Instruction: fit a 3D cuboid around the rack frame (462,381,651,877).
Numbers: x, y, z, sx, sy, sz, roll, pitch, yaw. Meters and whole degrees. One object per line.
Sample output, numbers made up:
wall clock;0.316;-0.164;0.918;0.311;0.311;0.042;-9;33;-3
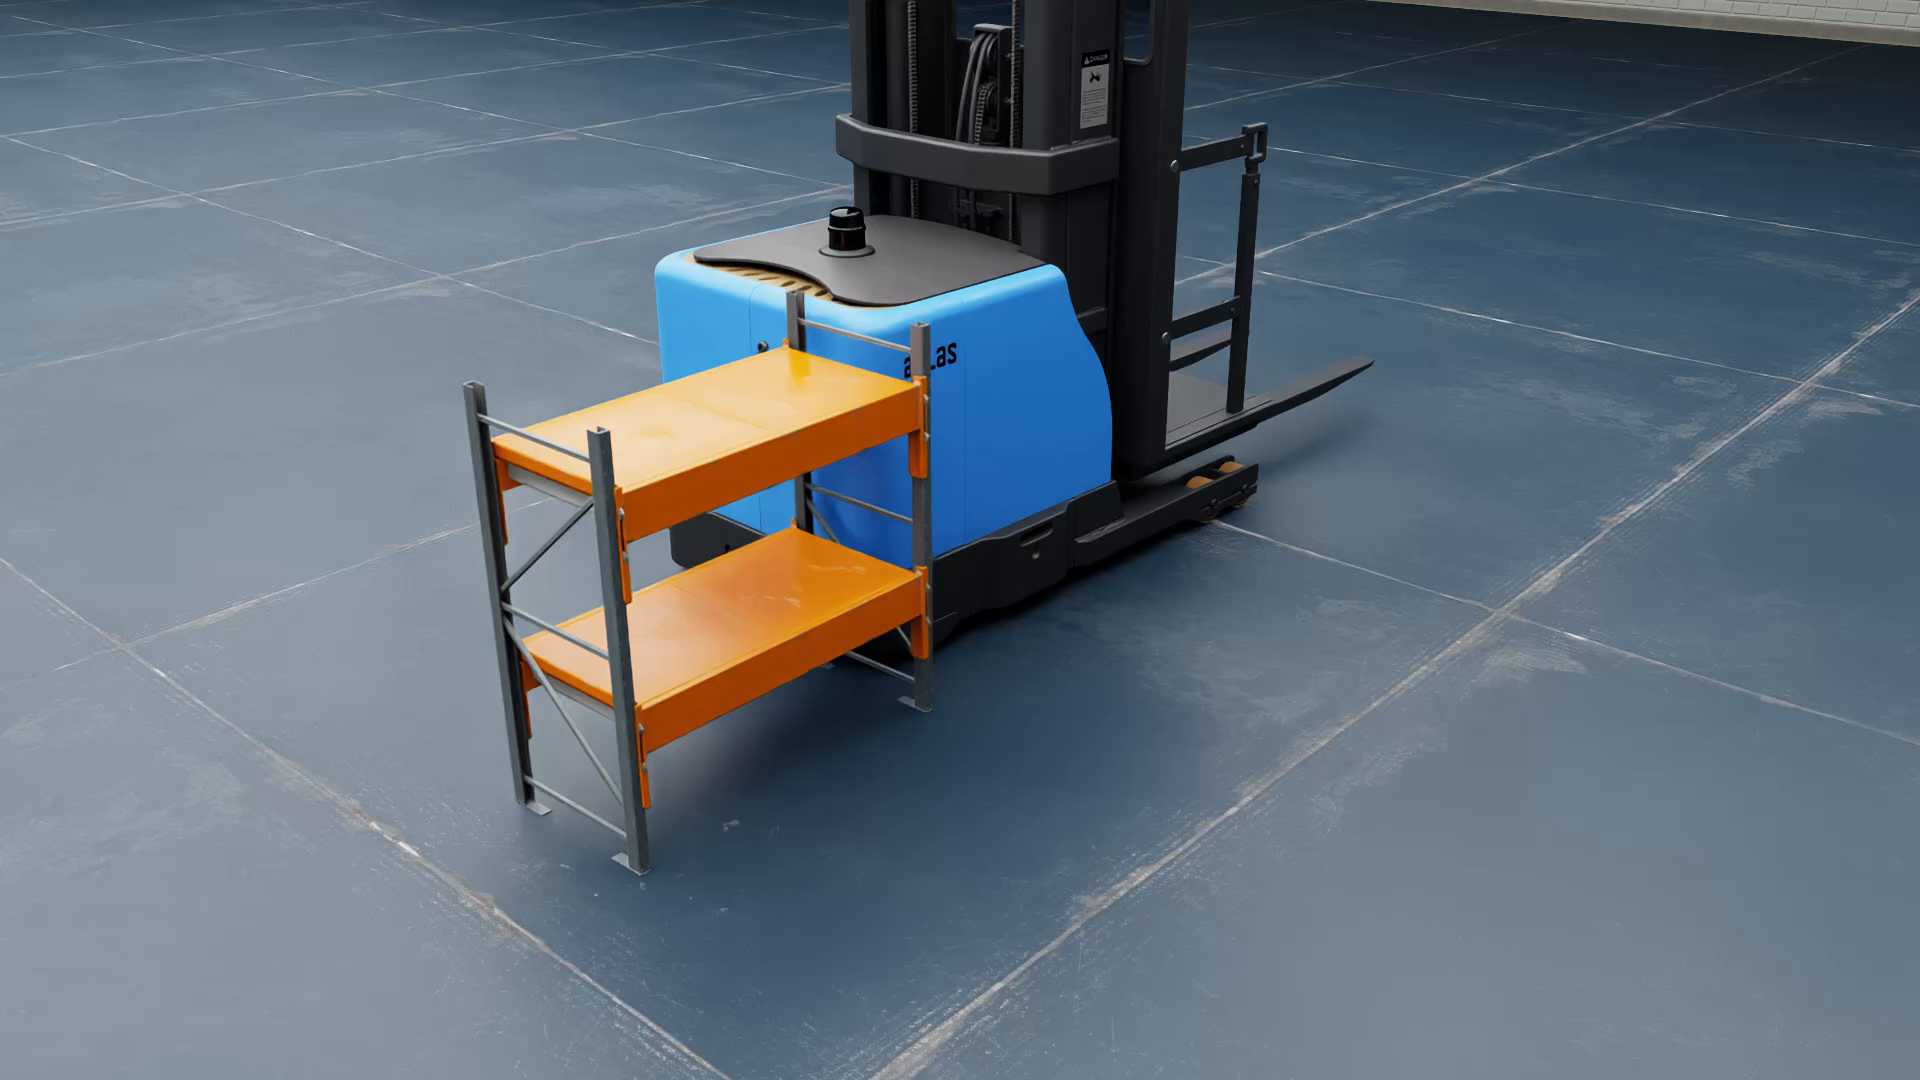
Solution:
rack frame;-0.939;0.218;3.888;0.500;1.125;0.032;19;31;37

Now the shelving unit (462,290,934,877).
shelving unit;-0.606;0.061;4.239;0.538;1.125;1.048;19;31;37

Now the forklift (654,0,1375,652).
forklift;0.431;-1.524;5.566;1.130;2.935;3.031;21;32;39

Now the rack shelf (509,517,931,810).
rack shelf;-0.606;0.284;4.339;0.538;0.278;1.000;19;31;37

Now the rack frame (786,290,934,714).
rack frame;-0.274;-0.096;4.590;0.500;1.125;0.032;19;31;37

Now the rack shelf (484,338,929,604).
rack shelf;-0.606;-0.206;4.119;0.538;0.278;1.000;19;31;37
